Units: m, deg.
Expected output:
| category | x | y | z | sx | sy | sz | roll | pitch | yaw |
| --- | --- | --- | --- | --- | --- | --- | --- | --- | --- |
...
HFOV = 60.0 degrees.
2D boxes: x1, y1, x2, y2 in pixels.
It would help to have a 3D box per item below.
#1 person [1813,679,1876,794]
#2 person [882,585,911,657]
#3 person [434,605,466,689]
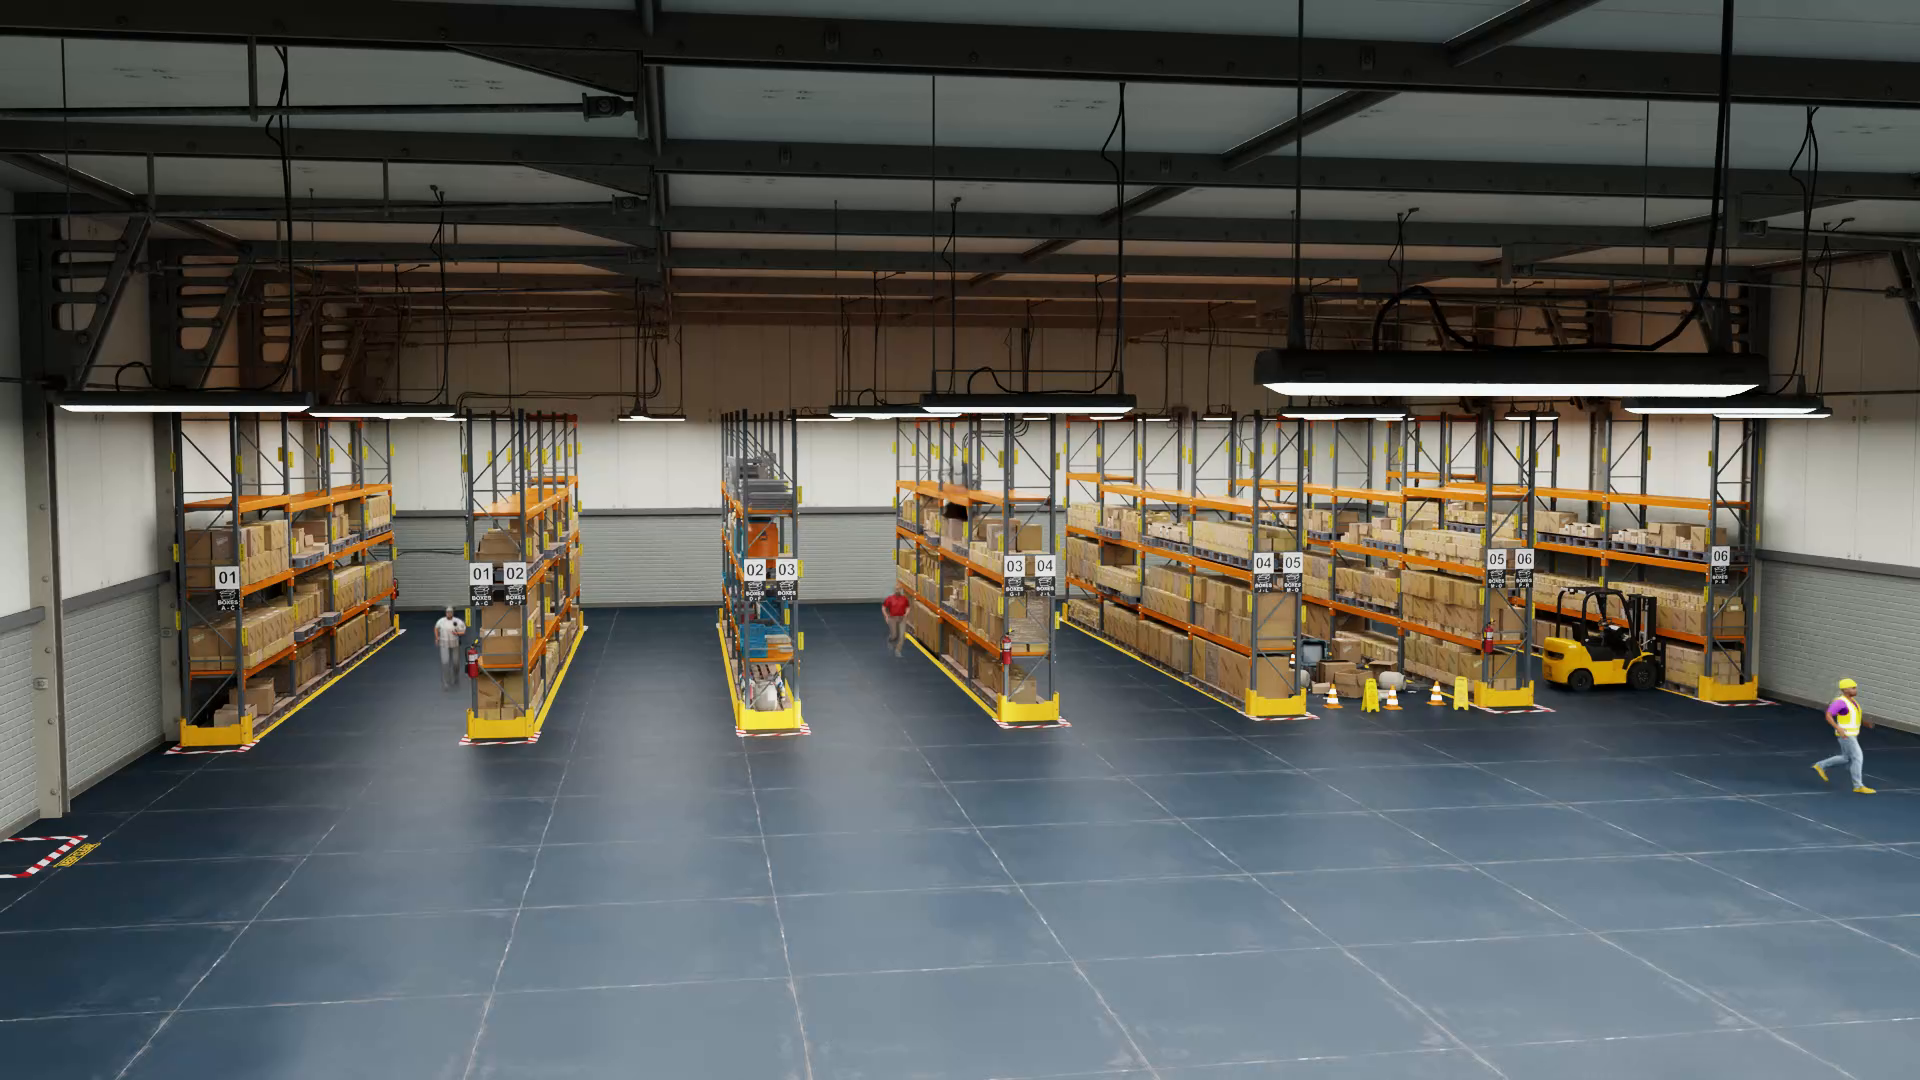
| category | x | y | z | sx | sy | sz | roll | pitch | yaw |
| --- | --- | --- | --- | --- | --- | --- | --- | --- | --- |
| person | 13.793 | 3.030 | 25.905 | 0.931 | 1.746 | 0.731 | 4 | 6 | 44 |
| person | -1.461 | 1.890 | 38.769 | 0.667 | 1.677 | 0.598 | -1 | 4 | -17 |
| person | -11.078 | 2.294 | 36.132 | 0.662 | 1.768 | 0.968 | -1 | 4 | -15 |
